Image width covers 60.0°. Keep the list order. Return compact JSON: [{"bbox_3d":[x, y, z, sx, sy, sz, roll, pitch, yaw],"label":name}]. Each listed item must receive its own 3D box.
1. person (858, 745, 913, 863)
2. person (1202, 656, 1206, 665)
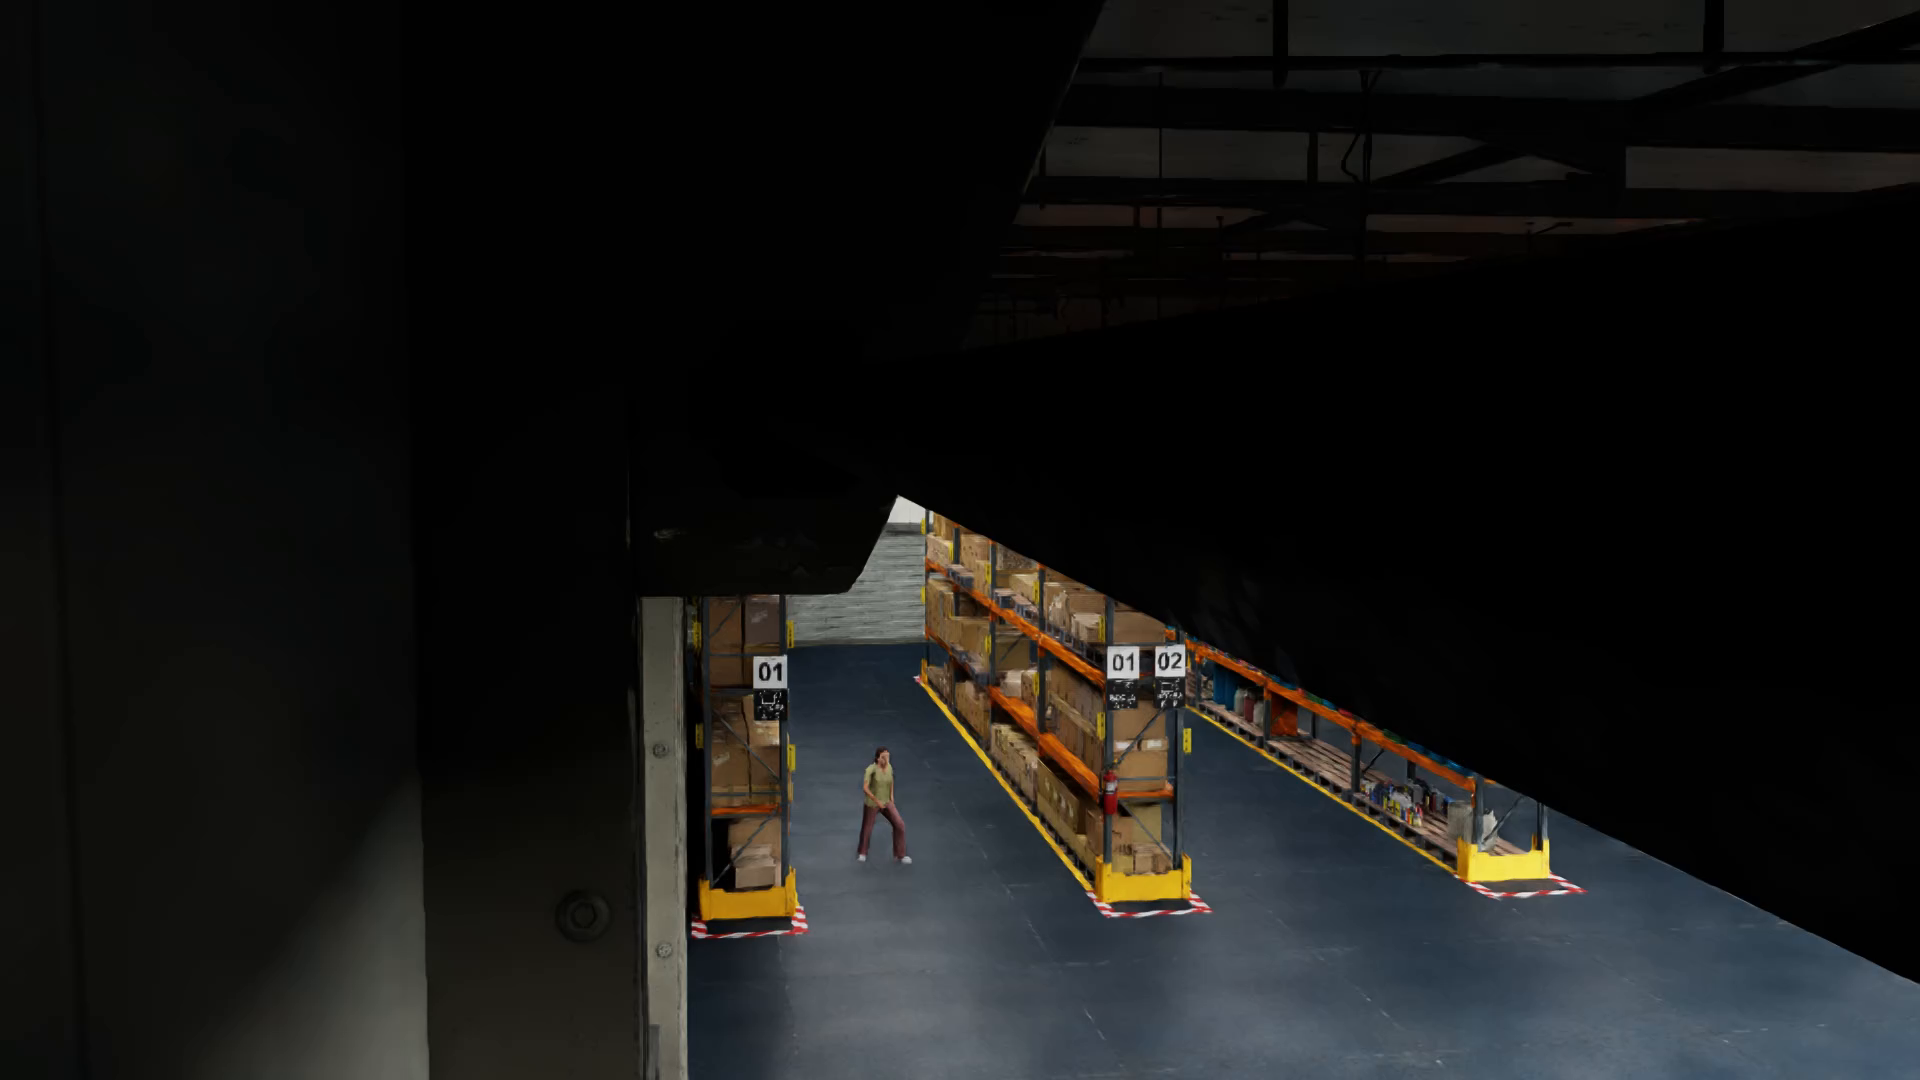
[{"bbox_3d":[-1.074,3.548,22.406,0.604,1.613,0.774,-3,6,-30],"label":"person"},{"bbox_3d":[5.833,2.147,38.320,0.491,1.597,1.063,-1,5,-16],"label":"person"}]
